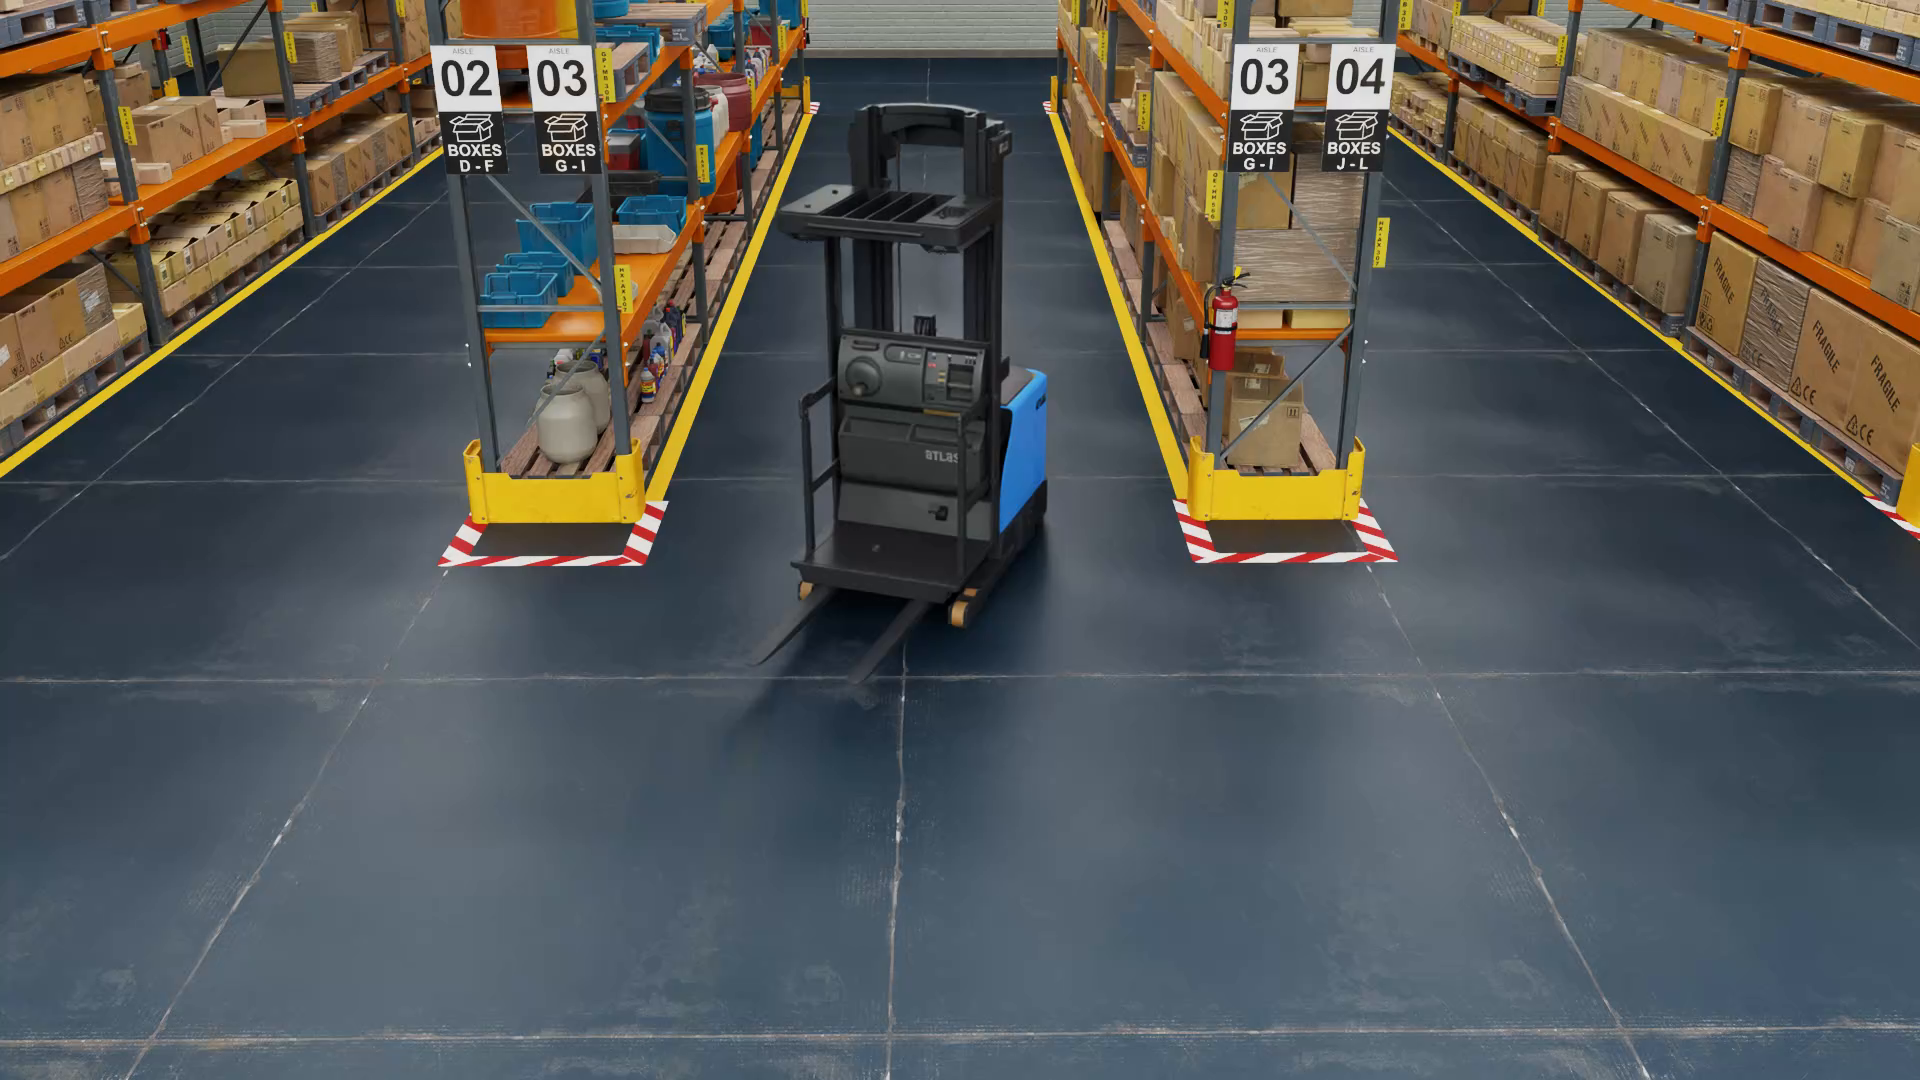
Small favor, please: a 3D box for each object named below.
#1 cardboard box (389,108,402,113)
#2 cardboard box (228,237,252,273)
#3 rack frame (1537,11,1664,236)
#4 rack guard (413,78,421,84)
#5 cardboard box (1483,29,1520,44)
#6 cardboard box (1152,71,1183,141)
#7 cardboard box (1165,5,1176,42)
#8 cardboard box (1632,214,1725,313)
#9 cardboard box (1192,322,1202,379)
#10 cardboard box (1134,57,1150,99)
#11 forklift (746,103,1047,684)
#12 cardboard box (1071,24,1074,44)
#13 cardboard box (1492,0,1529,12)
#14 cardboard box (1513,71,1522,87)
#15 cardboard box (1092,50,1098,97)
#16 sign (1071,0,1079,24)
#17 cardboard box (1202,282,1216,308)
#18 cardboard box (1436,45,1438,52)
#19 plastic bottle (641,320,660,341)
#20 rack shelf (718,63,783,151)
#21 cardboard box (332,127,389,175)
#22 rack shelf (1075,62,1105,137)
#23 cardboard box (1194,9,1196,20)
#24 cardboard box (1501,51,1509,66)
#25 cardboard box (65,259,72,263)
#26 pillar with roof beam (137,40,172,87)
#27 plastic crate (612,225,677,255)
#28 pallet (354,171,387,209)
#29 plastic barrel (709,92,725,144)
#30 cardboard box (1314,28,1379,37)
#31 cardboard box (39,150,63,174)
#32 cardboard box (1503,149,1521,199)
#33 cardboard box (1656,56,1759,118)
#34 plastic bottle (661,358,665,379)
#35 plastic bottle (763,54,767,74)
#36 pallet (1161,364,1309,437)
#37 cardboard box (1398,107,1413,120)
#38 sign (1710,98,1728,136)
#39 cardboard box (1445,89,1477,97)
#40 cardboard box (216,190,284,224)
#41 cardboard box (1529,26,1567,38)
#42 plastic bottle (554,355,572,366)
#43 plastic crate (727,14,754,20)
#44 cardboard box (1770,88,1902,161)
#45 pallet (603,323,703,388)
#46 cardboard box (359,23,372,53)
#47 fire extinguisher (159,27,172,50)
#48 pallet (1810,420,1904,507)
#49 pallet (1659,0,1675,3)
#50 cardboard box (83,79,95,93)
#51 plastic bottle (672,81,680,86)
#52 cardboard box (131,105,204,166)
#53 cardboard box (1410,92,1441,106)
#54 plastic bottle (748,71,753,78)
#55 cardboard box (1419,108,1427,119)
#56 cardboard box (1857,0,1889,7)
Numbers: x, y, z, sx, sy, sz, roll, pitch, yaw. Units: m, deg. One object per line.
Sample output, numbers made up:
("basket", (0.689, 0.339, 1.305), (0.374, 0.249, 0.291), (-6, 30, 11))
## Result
("cardboard box", (-8.140, -5.962, 23.522), (0.500, 0.311, 0.500), (0, 24, -1))
("cardboard box", (-7.529, -2.888, 16.822), (0.500, 0.250, 0.500), (0, 24, 0))
("rack frame", (7.068, -4.820, 18.267), (1.000, 3.000, 0.127), (0, 24, -1))
("rack guard", (-7.885, -6.923, 25.949), (1.175, 0.500, 0.348), (0, 24, -1))
("cardboard box", (6.584, -6.119, 20.213), (0.380, 0.149, 0.250), (1, 24, 1))
("cardboard box", (1.902, -3.641, 13.965), (0.500, 0.500, 0.500), (0, 24, -1))
("cardboard box", (1.911, -4.085, 13.184), (0.500, 0.250, 0.500), (0, 24, -1))
("cardboard box", (7.015, -2.593, 15.564), (1.050, 0.750, 0.750), (0, 24, -1))
("cardboard box", (2.215, -1.587, 13.643), (0.500, 0.500, 0.500), (-2, 24, -5))
("cardboard box", (2.153, -4.854, 17.711), (0.500, 0.500, 0.500), (-3, 25, -7))
("forklift", (-0.368, -0.990, 9.882), (1.130, 2.935, 3.031), (8, 26, 18))
("cardboard box", (1.789, -6.949, 22.795), (0.500, 0.250, 0.500), (0, 24, 1))
("cardboard box", (7.263, -7.292, 22.037), (0.500, 0.500, 0.500), (0, 24, 1))
("cardboard box", (6.599, -5.306, 19.138), (0.380, 0.149, 0.250), (0, 24, 0))
("cardboard box", (1.846, -5.507, 19.664), (0.500, 0.500, 0.500), (-1, 24, -2))
("sign", (1.509, -6.915, 21.753), (0.100, 0.325, 0.005), (0, 24, -1))
("cardboard box", (1.929, -1.751, 11.786), (0.380, 0.149, 0.250), (0, 24, -1))
("cardboard box", (6.798, -6.793, 22.934), (0.380, 0.149, 0.250), (-1, 24, -2))
("plastic bottle", (-2.652, -1.774, 14.304), (0.152, 0.276, 0.135), (0, 24, -1))
("rack shelf", (-2.867, -5.313, 20.231), (1.077, 0.370, 4.000), (0, 24, -1))
("cardboard box", (-7.548, -4.894, 20.930), (0.500, 0.500, 0.500), (0, 24, 0))
("rack shelf", (2.086, -5.336, 20.280), (1.077, 0.370, 4.000), (0, 24, -1))
("cardboard box", (1.935, -3.893, 12.275), (0.380, 0.149, 0.250), (0, 24, 1))
("cardboard box", (6.595, -5.658, 19.554), (0.380, 0.149, 0.250), (0, 24, -1))
("cardboard box", (-8.063, -2.236, 14.470), (0.500, 0.500, 0.500), (0, 24, -1))
("pillar with roof beam", (-9.429, -11.930, 26.709), (9.100, 9.000, 0.400), (0, 24, -1))
("plastic crate", (-2.531, -2.381, 13.194), (0.530, 0.136, 0.437), (0, 24, -1))
("pallet", (-7.779, -4.335, 20.579), (1.003, 0.211, 1.213), (0, 24, -1))
("plastic barrel", (-2.616, -4.271, 16.919), (0.421, 0.512, 0.421), (0, 24, 0))
("cardboard box", (2.517, -3.245, 10.842), (0.380, 0.149, 0.250), (0, 24, 1))
("cardboard box", (-7.528, -3.060, 13.467), (0.380, 0.149, 0.250), (0, 24, -1))
("cardboard box", (6.798, -4.356, 19.766), (0.500, 0.500, 0.500), (1, 24, 2))
("cardboard box", (7.088, -4.298, 15.777), (0.700, 0.500, 0.500), (0, 24, 0))
("plastic bottle", (-2.472, -1.418, 13.607), (0.097, 0.201, 0.097), (0, 24, 0))
("plastic bottle", (-2.557, -6.097, 21.242), (0.152, 0.276, 0.135), (0, 24, -1))
("pallet", (2.210, -1.140, 13.514), (1.003, 0.211, 1.213), (0, 24, -1))
("cardboard box", (6.668, -6.268, 24.419), (0.380, 0.149, 0.250), (-1, 24, -3))
("sign", (6.569, -3.657, 14.386), (0.100, 0.325, 0.005), (0, 24, -1))
("cardboard box", (7.237, -6.419, 24.030), (0.380, 0.149, 0.250), (0, 24, 0))
("cardboard box", (-7.534, -3.561, 17.631), (0.500, 0.311, 0.500), (-1, 24, -1))
("cardboard box", (7.231, -6.225, 20.447), (0.380, 0.149, 0.250), (-1, 24, -2))
("plastic bottle", (-3.192, -1.339, 13.341), (0.152, 0.276, 0.135), (0, 24, 0))
("plastic crate", (-3.252, -7.690, 24.743), (0.416, 0.233, 0.300), (0, 24, -1))
("cardboard box", (7.204, -3.354, 13.533), (0.875, 0.550, 0.550), (0, 24, -1))
("pallet", (-2.836, -1.621, 14.579), (1.003, 0.211, 1.213), (0, 24, -1))
("cardboard box", (-8.104, -6.695, 22.291), (0.500, 0.500, 0.500), (0, 24, 0))
("fire extinguisher", (-12.379, -7.928, 25.686), (0.296, 0.674, 0.183), (0, 24, -1))
("pallet", (7.069, -0.582, 12.281), (1.003, 0.211, 1.213), (0, 24, -1))
("pallet", (7.143, -5.375, 16.083), (1.003, 0.211, 1.213), (1, 24, 2))
("cardboard box", (-12.528, -6.434, 23.573), (0.380, 0.149, 0.250), (-1, 24, -2))
("plastic bottle", (-3.264, -5.146, 19.144), (0.097, 0.271, 0.097), (0, 24, 0))
("cardboard box", (-7.758, -3.934, 16.186), (0.500, 0.500, 0.500), (0, 24, 0))
("cardboard box", (6.673, -6.314, 23.799), (0.380, 0.149, 0.250), (-1, 24, -2))
("plastic bottle", (-2.494, -5.420, 19.735), (0.061, 0.283, 0.133), (0, 24, -1))
("cardboard box", (6.740, -6.055, 23.587), (0.380, 0.149, 0.250), (0, 24, 1))
("cardboard box", (6.857, -4.015, 12.038), (0.500, 0.250, 0.500), (0, 24, 0))
